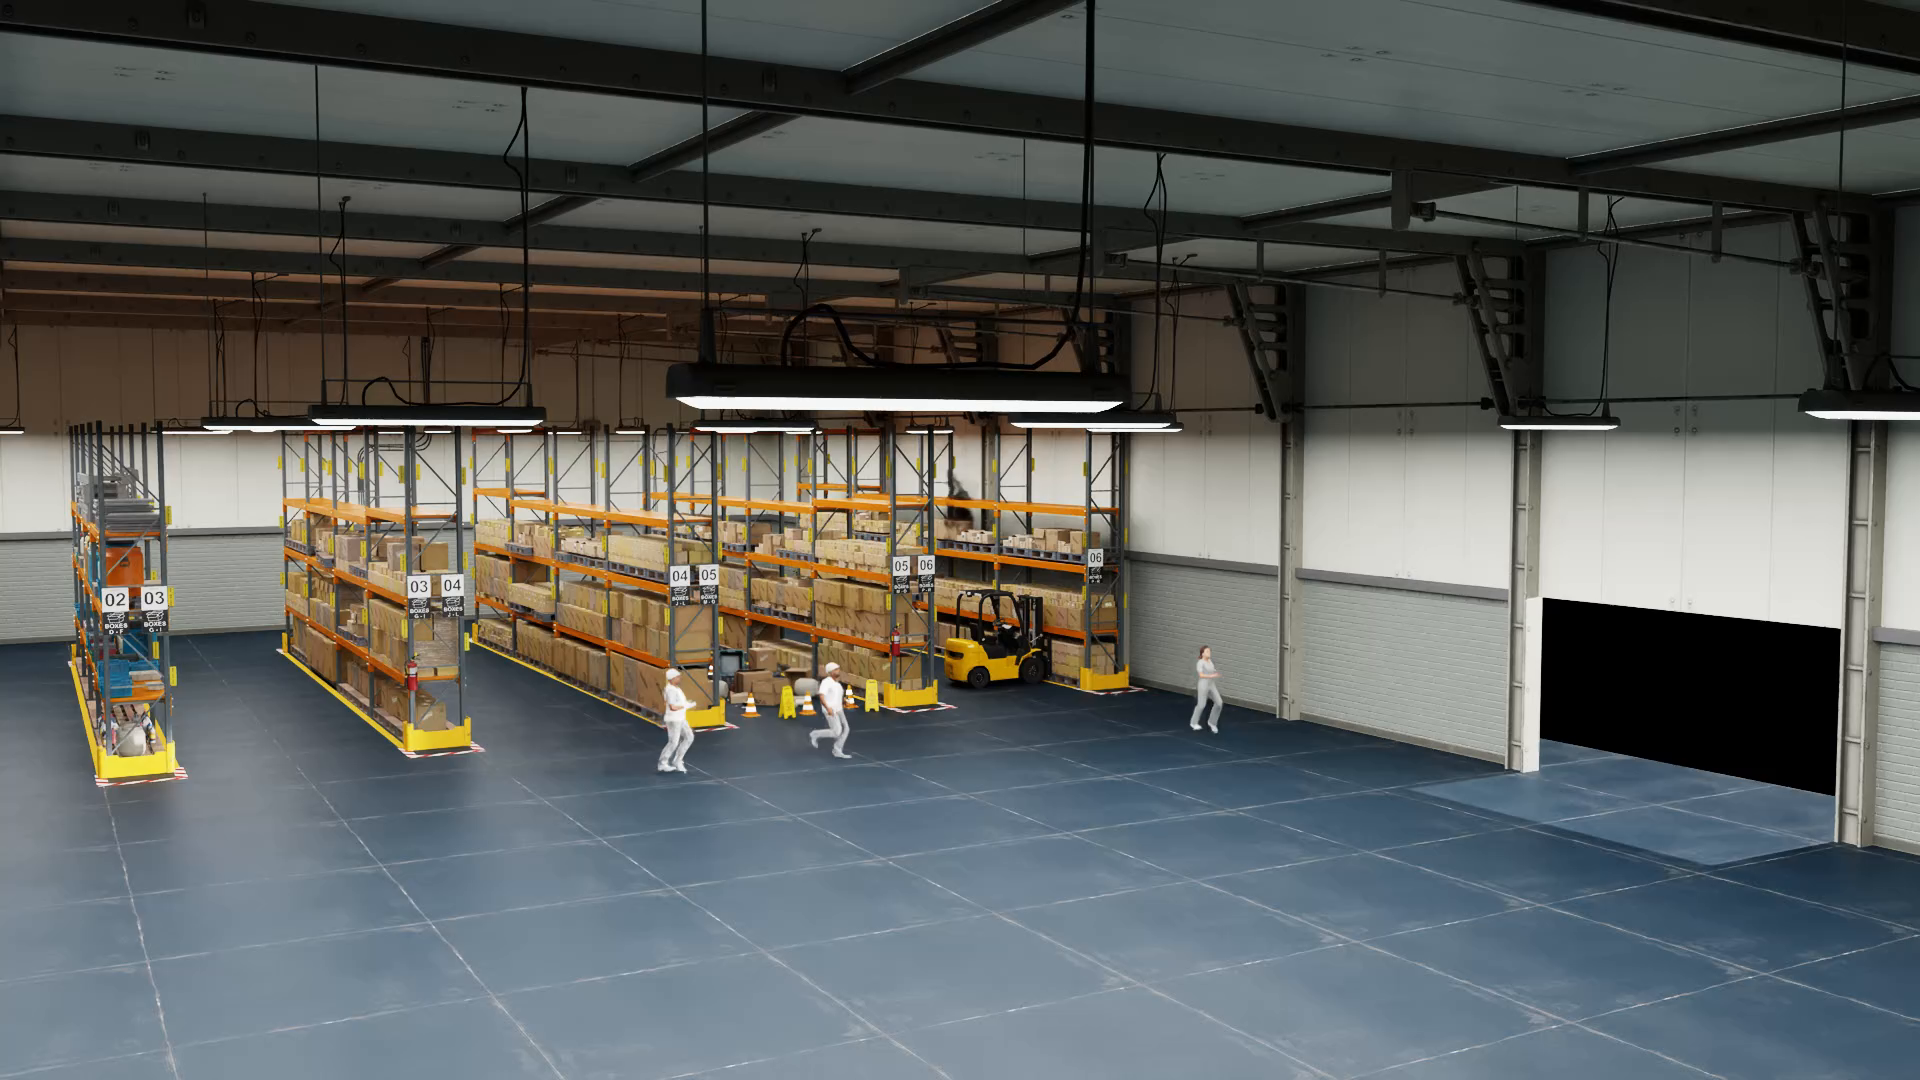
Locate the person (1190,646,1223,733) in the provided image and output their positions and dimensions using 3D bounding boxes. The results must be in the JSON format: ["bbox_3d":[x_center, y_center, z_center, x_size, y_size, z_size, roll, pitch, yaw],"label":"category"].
[{"bbox_3d":[4.784,2.900,32.239,0.547,1.713,0.721,-3,5,-39],"label":"person"}]

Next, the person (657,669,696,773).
[{"bbox_3d":[-4.806,3.088,28.291,0.693,1.806,0.660,0,4,2],"label":"person"}]

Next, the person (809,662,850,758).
[{"bbox_3d":[-2.314,3.040,29.735,0.702,1.713,0.701,1,4,17],"label":"person"}]

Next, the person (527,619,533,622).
[{"bbox_3d":[-12.443,1.900,48.251,0.471,1.681,0.817,1,4,16],"label":"person"}]
